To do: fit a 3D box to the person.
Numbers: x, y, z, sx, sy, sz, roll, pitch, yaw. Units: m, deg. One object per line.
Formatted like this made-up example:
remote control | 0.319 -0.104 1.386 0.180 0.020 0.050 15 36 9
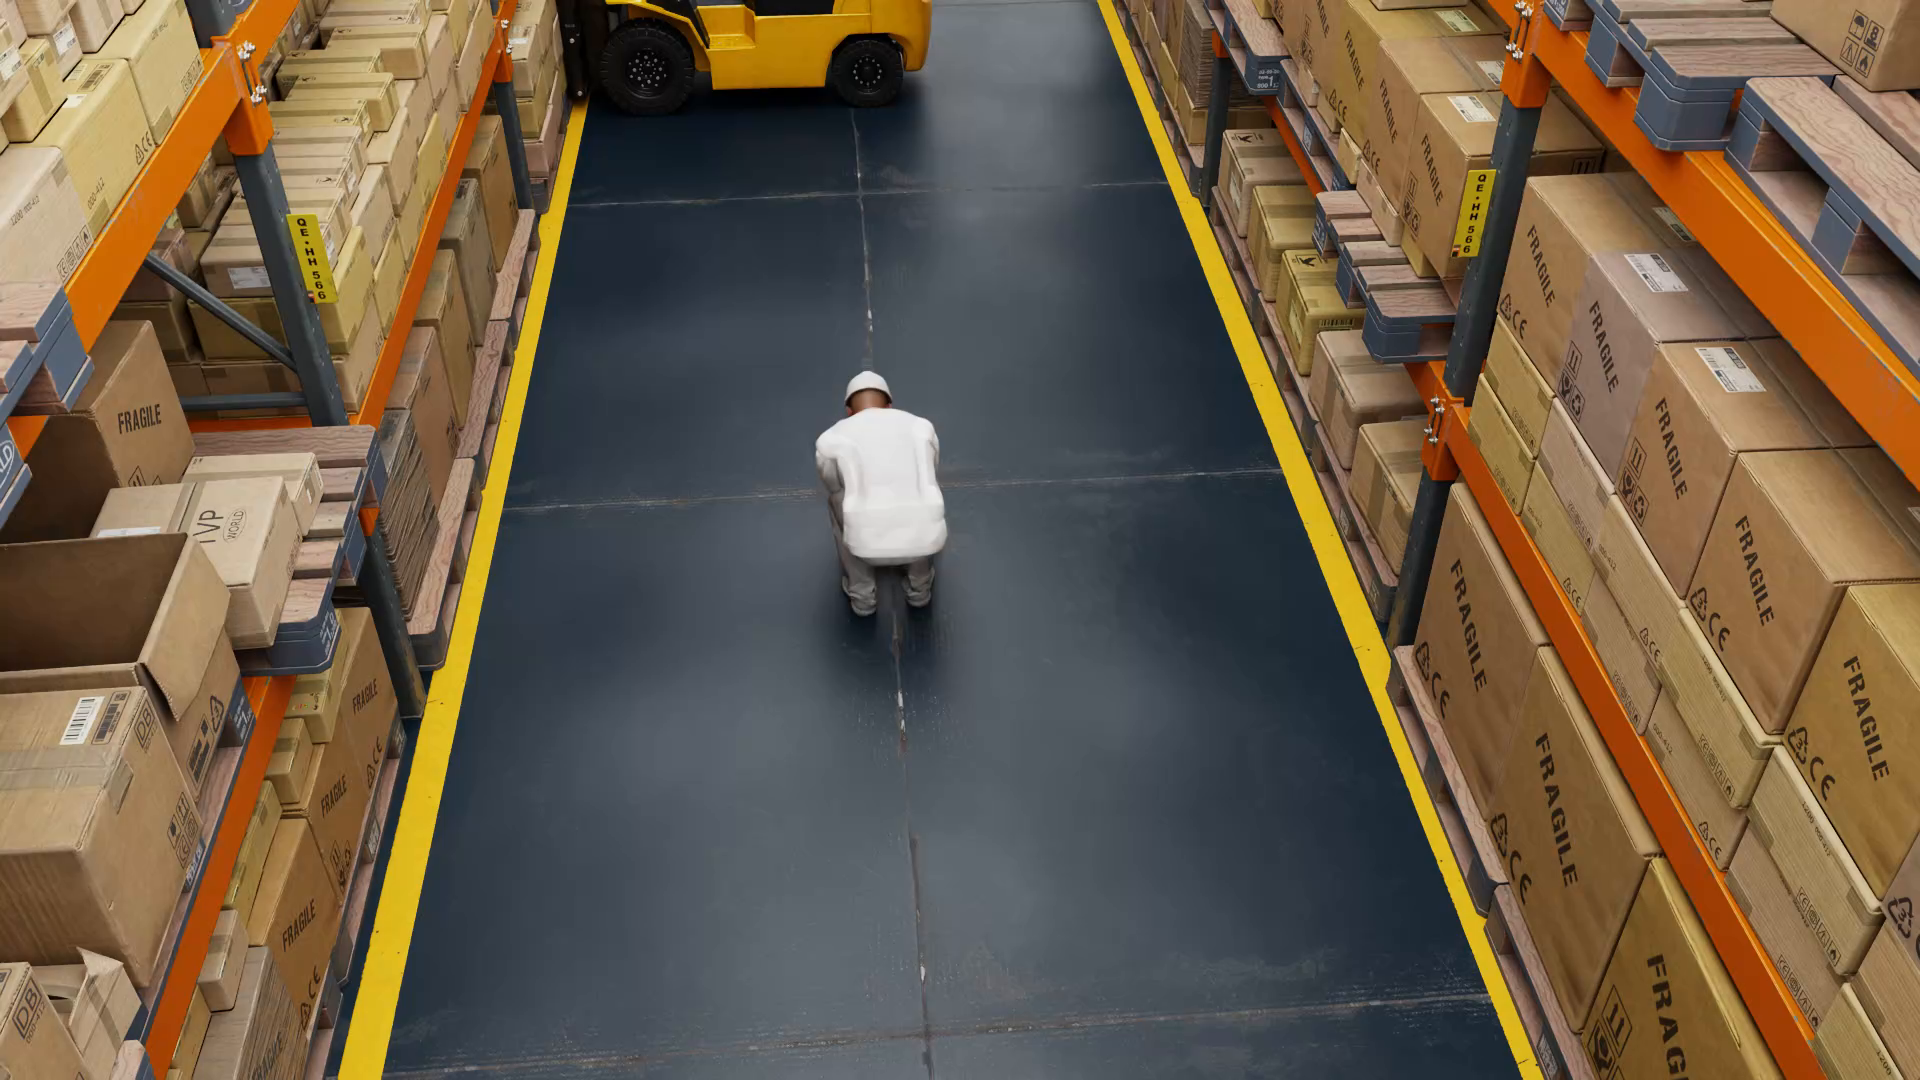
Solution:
person | -0.339 -0.153 7.138 0.531 0.849 0.947 -4 39 -5
